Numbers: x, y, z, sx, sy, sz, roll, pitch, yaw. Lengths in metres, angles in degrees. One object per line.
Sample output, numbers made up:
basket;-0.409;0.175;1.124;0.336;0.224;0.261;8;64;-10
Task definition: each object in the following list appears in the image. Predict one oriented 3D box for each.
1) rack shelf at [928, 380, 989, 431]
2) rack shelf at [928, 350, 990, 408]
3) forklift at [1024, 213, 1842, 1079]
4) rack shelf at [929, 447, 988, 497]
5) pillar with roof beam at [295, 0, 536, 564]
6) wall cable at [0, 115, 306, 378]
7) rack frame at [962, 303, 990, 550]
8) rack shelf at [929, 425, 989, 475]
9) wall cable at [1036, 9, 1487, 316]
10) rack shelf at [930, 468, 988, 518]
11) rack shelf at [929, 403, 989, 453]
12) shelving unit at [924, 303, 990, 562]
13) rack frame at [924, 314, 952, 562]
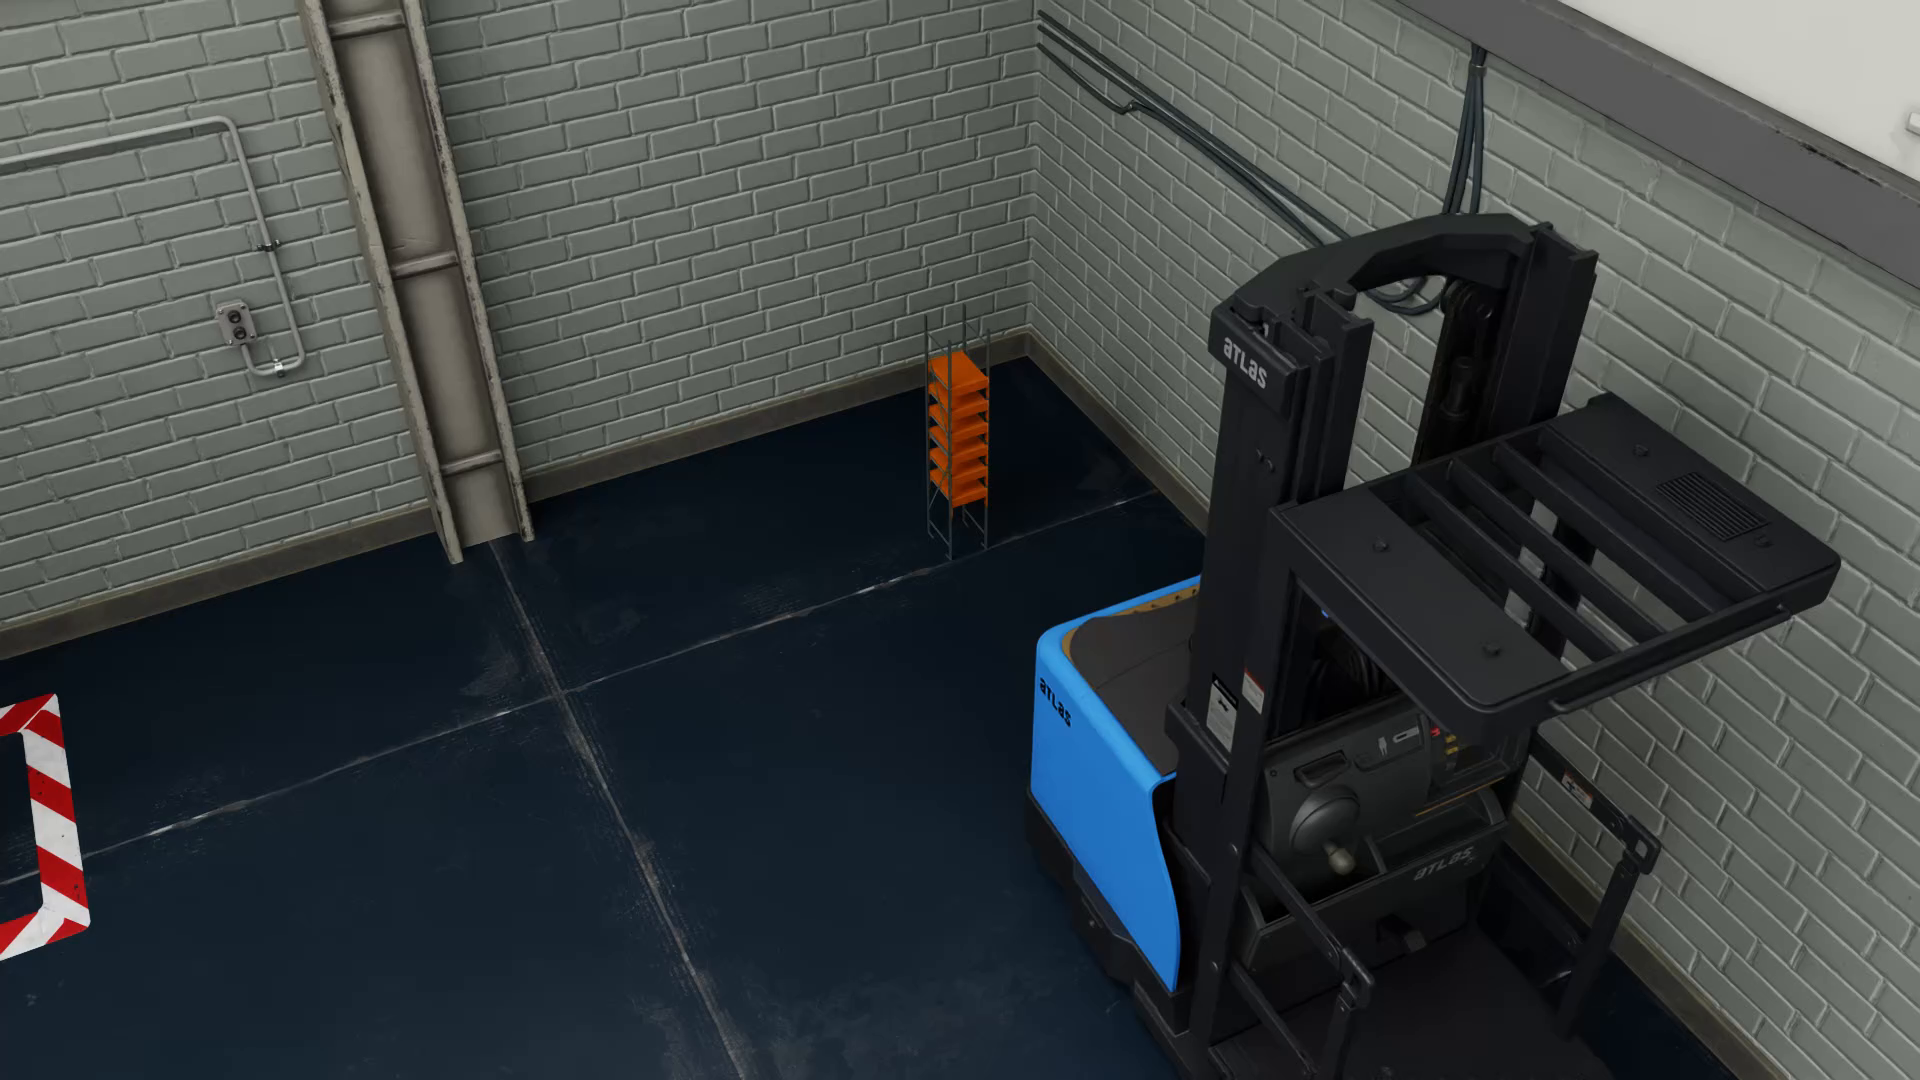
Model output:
rack shelf;-0.013;-0.603;7.220;0.180;0.103;0.258;-19;44;-21
rack shelf;-0.013;-0.694;7.142;0.180;0.103;0.258;-19;44;-21
forklift;1.359;0.727;4.611;1.130;2.935;3.031;-18;43;-20
rack shelf;-0.013;-0.328;7.452;0.180;0.103;0.258;-19;44;-21
pillar with roof beam;-0.232;-1.003;1.958;0.400;9.000;9.100;-19;44;-21
wall cable;-3.517;-1.190;6.037;1.851;1.984;0.084;-19;44;-21
rack frame;0.068;-0.481;7.378;0.006;1.200;0.240;-19;44;-21
rack shelf;-0.013;-0.420;7.375;0.180;0.103;0.258;-19;44;-21
wall cable;0.966;-2.466;6.090;0.112;2.526;3.097;-19;44;-21
rack shelf;-0.013;-0.237;7.530;0.180;0.103;0.258;-19;44;-21
rack shelf;-0.013;-0.511;7.297;0.180;0.103;0.258;-19;44;-21
shelving unit;-0.013;-0.454;7.346;0.189;1.200;0.258;-19;44;-21
rack frame;-0.094;-0.426;7.314;0.006;1.200;0.240;-19;44;-21
